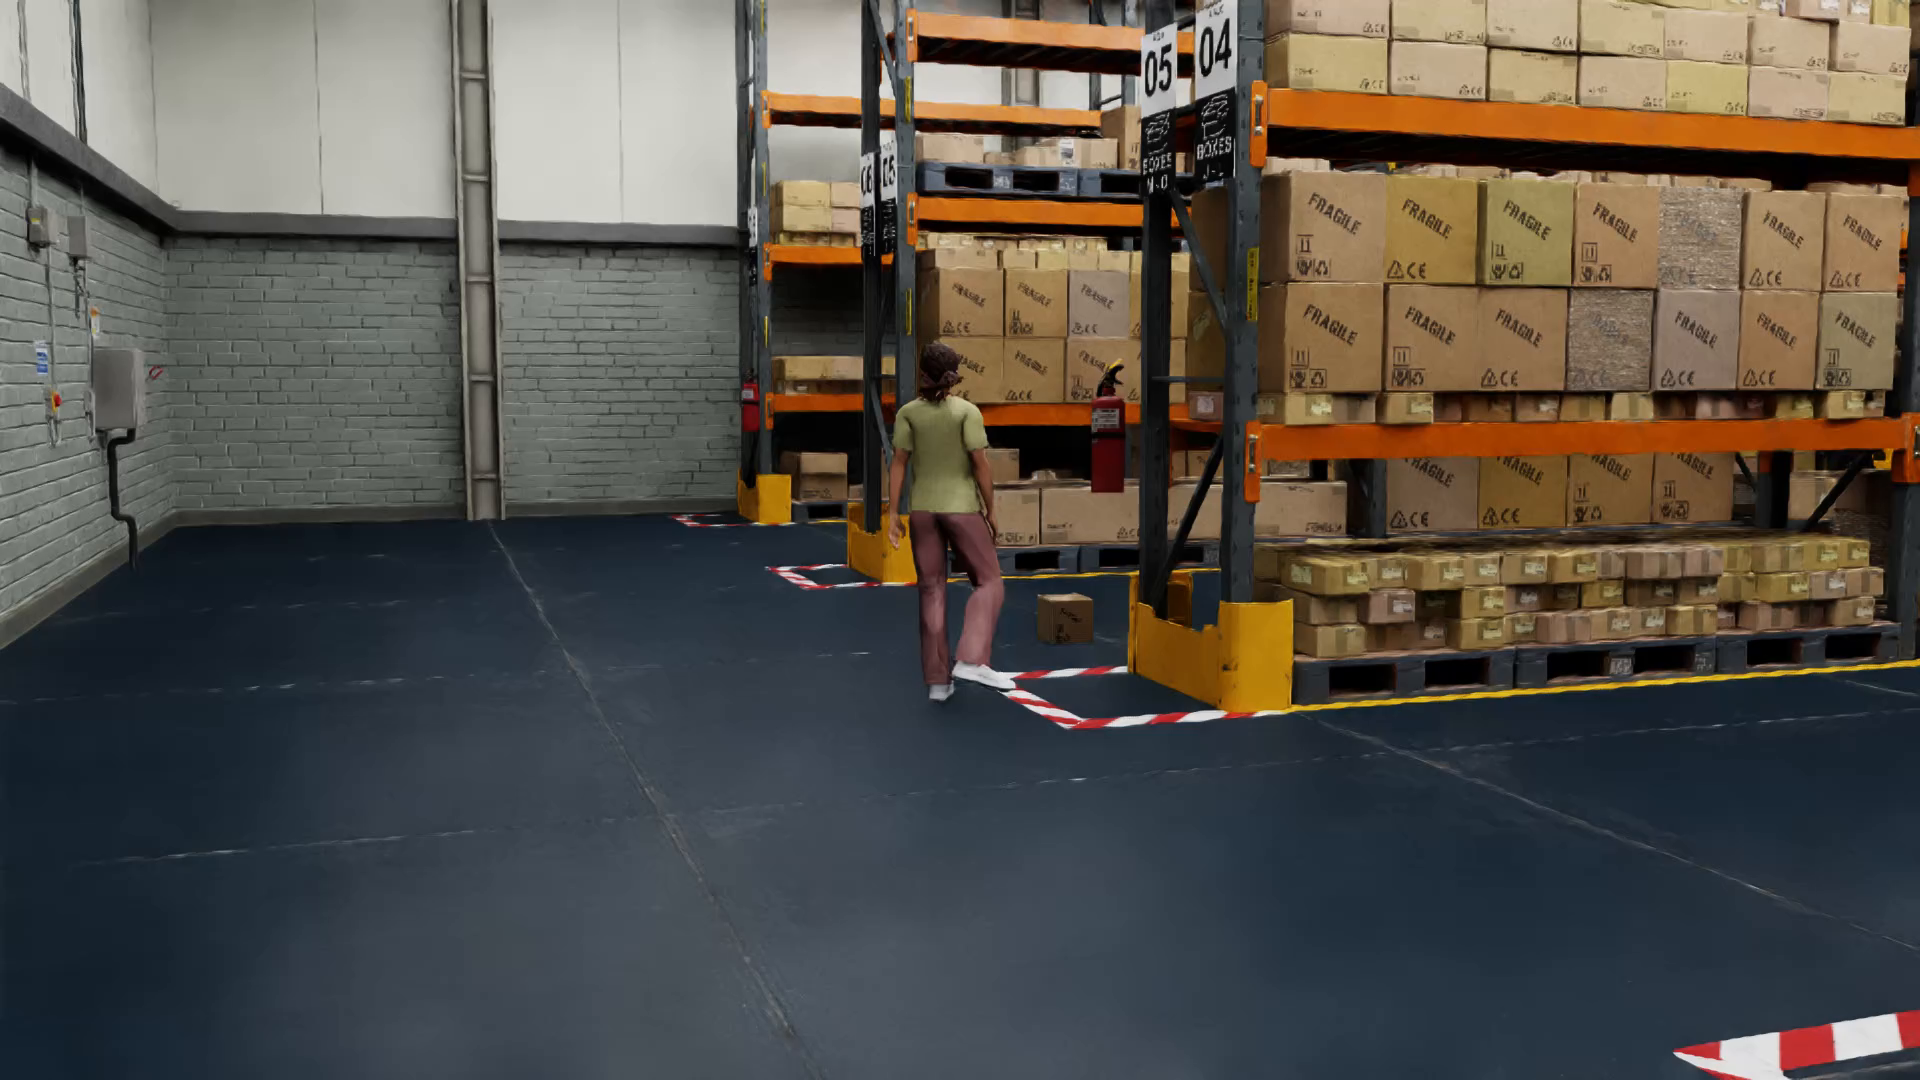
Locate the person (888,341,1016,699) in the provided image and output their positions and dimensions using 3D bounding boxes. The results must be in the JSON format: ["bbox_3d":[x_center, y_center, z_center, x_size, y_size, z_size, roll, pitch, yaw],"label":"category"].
[{"bbox_3d":[-0.025,-0.024,7.739,0.633,1.538,0.426,2,6,16],"label":"person"}]
